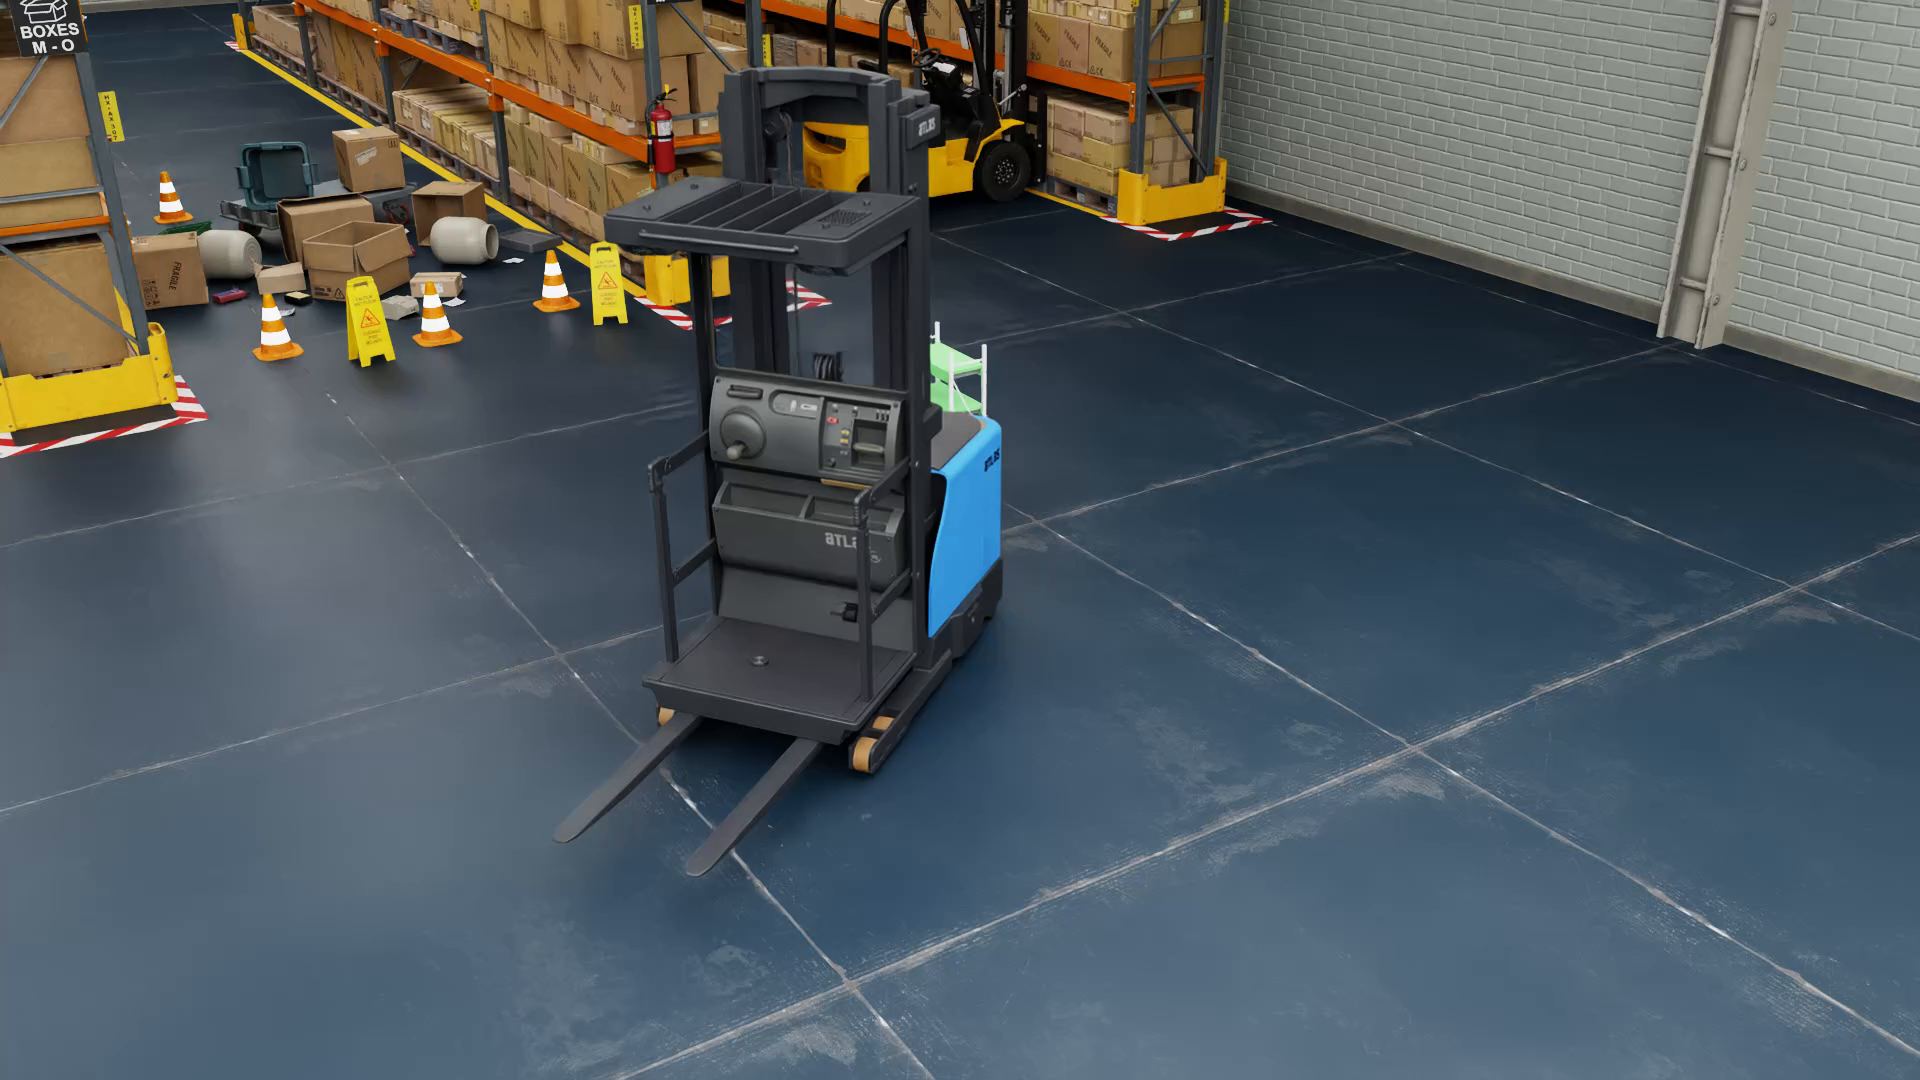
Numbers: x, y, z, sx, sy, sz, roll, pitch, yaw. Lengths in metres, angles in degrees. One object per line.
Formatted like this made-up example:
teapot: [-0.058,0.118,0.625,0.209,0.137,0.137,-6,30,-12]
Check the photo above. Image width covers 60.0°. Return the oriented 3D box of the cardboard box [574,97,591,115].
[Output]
cardboard box: [-3.197,-3.879,14.748,0.380,0.149,0.250,-16,30,-30]

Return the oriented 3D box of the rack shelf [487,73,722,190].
rack shelf: [-3.149,-3.858,15.251,1.077,0.370,4.000,-16,29,-30]

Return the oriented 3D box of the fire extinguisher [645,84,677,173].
fire extinguisher: [-2.381,-3.284,13.284,0.296,0.674,0.183,-16,29,-30]

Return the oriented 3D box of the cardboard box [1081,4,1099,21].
cardboard box: [1.421,-5.215,16.406,0.380,0.149,0.250,-15,29,-29]

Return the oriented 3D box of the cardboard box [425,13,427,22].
cardboard box: [-5.649,-5.765,18.251,0.380,0.149,0.250,-14,29,-28]

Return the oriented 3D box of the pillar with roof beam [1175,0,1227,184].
pillar with roof beam: [-1.132,-6.795,13.602,9.100,9.000,0.400,-16,29,-30]

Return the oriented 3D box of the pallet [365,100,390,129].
pallet: [-6.791,-5.368,20.873,1.003,0.211,1.213,-16,29,-30]

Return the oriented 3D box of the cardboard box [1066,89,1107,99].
cardboard box: [1.456,-4.600,17.538,0.500,0.250,0.500,-16,30,-30]

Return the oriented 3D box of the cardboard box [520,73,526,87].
cardboard box: [-3.985,-4.431,15.917,0.380,0.149,0.250,-16,29,-30]

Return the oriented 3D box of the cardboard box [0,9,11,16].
cardboard box: [-7.583,-3.730,12.697,0.875,0.550,0.550,-16,29,-30]

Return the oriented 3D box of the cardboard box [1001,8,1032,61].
cardboard box: [0.772,-5.334,17.418,0.500,0.500,0.500,-15,29,-29]

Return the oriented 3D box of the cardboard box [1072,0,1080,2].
cardboard box: [1.328,-5.453,16.561,0.380,0.149,0.250,-15,29,-29]

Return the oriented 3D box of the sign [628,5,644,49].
sign: [-2.533,-4.012,13.009,0.100,0.325,0.005,-16,29,-30]

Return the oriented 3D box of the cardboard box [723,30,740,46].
cardboard box: [-2.943,-6.829,23.139,0.500,0.500,0.500,-16,30,-30]

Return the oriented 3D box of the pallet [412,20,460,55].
pallet: [-5.309,-5.544,18.205,1.003,0.211,1.213,-16,29,-30]

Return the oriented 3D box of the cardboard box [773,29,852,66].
cardboard box: [-1.938,-6.377,22.035,0.875,0.625,0.625,-15,29,-28]

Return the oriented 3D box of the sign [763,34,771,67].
sign: [-1.602,-3.986,13.665,0.100,0.325,0.005,-16,29,-30]

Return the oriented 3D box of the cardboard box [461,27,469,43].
cardboard box: [-4.882,-5.193,17.039,0.380,0.149,0.250,-17,30,-31]

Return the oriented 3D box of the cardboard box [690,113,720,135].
cardboard box: [-2.069,-3.524,13.995,0.380,0.149,0.250,-15,29,-29]

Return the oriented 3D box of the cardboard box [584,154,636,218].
cardboard box: [-3.000,-3.165,14.791,0.500,0.500,0.500,-14,29,-28]

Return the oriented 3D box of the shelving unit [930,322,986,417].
shelving unit: [-0.090,-0.602,9.619,0.258,1.200,0.503,-16,29,-30]

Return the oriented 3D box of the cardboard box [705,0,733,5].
cardboard box: [-3.558,-7.943,24.739,0.380,0.149,0.250,-17,30,-32]

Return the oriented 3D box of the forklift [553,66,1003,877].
forklift: [-0.779,-0.471,7.315,1.130,2.935,3.031,9,27,19]

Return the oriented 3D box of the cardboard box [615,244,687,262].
cardboard box: [-2.737,-2.649,14.577,0.500,0.250,0.500,-16,29,-30]

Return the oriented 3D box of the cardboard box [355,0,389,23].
cardboard box: [-6.918,-6.382,19.930,0.500,0.250,0.500,-17,30,-31]

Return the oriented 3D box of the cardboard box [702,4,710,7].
cardboard box: [-3.846,-7.717,24.260,0.380,0.149,0.250,-16,29,-30]

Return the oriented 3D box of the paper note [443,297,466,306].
paper note: [-4.241,-1.999,13.949,0.142,0.019,0.148,18,31,33]

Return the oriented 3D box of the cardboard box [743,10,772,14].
cardboard box: [-2.870,-7.472,23.740,0.380,0.149,0.250,-16,30,-31]

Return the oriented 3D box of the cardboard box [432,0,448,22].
cardboard box: [-5.233,-5.743,17.444,0.500,0.500,0.500,-14,29,-28]

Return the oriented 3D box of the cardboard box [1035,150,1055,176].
cardboard box: [1.050,-4.028,17.498,0.500,0.250,0.500,-15,29,-29]

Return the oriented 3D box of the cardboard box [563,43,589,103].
cardboard box: [-3.124,-4.137,14.535,0.500,0.500,0.500,-16,29,-30]

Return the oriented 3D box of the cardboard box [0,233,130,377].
cardboard box: [-6.575,-1.734,11.907,0.875,0.875,0.875,-15,29,-29]

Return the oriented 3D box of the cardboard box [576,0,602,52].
cardboard box: [-2.789,-4.414,13.950,0.700,0.500,0.500,-15,29,-29]

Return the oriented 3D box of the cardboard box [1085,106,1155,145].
cardboard box: [1.587,-4.117,16.514,0.500,0.250,0.500,-14,29,-28]

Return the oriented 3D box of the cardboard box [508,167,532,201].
cardboard box: [-4.145,-3.571,16.530,0.500,0.250,0.500,-17,30,-32]

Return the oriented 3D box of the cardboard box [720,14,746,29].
cardboard box: [-3.137,-7.258,23.286,0.380,0.149,0.250,-15,29,-28]

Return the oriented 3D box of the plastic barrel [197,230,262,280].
plastic barrel: [-6.428,-2.495,14.540,0.512,0.421,0.421,3,25,6]

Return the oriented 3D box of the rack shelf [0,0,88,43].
rack shelf: [-7.241,-4.025,12.090,1.077,0.370,4.000,-16,29,-30]

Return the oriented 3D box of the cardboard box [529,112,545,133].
cardboard box: [-3.845,-3.961,15.718,0.380,0.149,0.250,-14,29,-28]

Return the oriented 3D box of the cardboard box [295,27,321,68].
cardboard box: [-8.861,-7.041,23.660,0.875,0.438,0.875,-16,30,-30]

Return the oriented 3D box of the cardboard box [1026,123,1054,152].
cardboard box: [1.008,-4.261,17.406,0.500,0.250,0.500,-16,30,-31]

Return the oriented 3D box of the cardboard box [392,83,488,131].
cardboard box: [-6.124,-5.126,19.682,0.950,0.372,0.625,-18,31,-33]

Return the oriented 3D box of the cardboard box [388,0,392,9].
cardboard box: [-6.402,-6.246,19.269,0.380,0.149,0.250,-17,30,-32]

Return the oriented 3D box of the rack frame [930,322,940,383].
rack frame: [-0.224,-0.689,9.804,0.240,1.200,0.015,-16,29,-30]

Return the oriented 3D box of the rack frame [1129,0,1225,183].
rack frame: [2.100,-4.626,16.035,1.000,3.000,0.127,-16,29,-30]

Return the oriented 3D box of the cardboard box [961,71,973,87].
cardboard box: [0.188,-5.024,18.436,0.500,0.250,0.500,-15,29,-29]

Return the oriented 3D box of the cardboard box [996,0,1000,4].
cardboard box: [0.545,-5.755,17.551,0.380,0.149,0.250,-17,30,-31]

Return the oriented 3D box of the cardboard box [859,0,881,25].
cardboard box: [-0.857,-6.287,19.729,0.500,0.250,0.500,-16,29,-30]

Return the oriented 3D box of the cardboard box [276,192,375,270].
cardboard box: [-5.654,-2.771,14.871,0.797,0.637,0.503,-16,29,-30]

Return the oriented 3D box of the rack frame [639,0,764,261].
rack frame: [-2.057,-3.468,13.582,1.000,3.000,0.127,-16,29,-30]

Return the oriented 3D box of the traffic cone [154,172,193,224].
traffic cone: [-7.800,-3.393,16.396,0.336,0.463,0.334,-16,29,-30]

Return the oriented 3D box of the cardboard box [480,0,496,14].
cardboard box: [-4.182,-5.322,15.874,0.700,0.500,0.500,-16,30,-30]

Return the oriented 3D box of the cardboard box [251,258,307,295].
cardboard box: [-5.851,-2.287,14.283,0.396,0.266,0.258,-10,27,-21]

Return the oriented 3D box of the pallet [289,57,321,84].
pallet: [-8.957,-6.789,23.884,1.003,0.211,1.213,-16,29,-30]
